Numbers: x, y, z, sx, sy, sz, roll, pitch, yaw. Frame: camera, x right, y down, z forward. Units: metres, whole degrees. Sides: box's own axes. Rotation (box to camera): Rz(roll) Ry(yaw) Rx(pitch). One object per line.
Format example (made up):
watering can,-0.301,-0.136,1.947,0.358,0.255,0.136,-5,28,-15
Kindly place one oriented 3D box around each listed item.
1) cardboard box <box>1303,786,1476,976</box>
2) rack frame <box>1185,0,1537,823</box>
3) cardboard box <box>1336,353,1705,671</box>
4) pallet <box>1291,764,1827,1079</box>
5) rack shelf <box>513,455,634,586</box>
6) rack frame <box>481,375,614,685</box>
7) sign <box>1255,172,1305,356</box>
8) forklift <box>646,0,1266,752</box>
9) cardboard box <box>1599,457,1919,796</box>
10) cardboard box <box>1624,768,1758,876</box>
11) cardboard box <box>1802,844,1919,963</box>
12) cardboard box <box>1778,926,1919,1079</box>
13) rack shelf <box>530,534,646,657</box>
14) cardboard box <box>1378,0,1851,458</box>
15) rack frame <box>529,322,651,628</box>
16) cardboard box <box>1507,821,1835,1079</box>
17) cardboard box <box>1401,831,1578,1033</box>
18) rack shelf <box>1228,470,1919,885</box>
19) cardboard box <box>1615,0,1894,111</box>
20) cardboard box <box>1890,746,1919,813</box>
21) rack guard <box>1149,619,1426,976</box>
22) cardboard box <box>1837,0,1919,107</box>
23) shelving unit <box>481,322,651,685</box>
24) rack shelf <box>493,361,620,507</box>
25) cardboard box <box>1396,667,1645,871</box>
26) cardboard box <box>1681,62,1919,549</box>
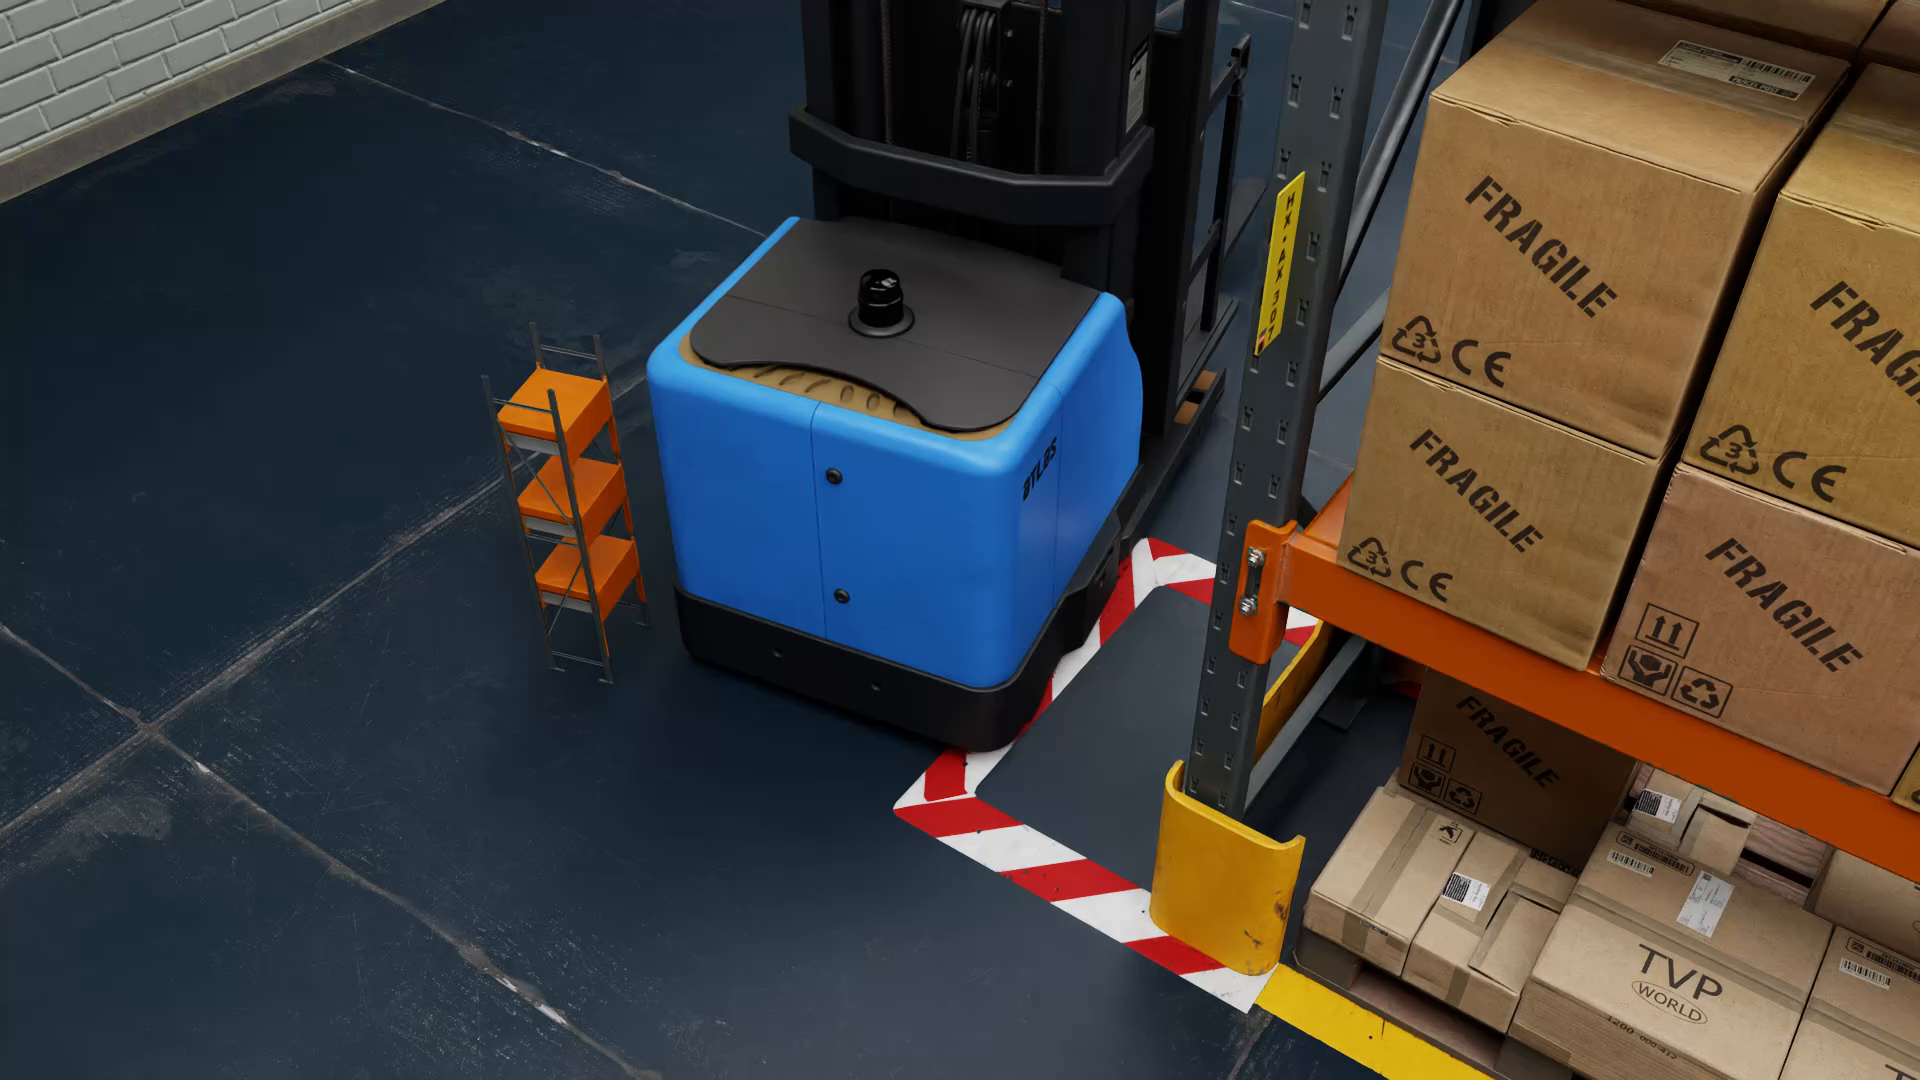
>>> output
cardboard box,1.012,0.797,3.918,0.250,0.149,0.380,25,48,25
rack frame,0.866,-0.449,3.503,0.127,3.000,1.000,25,48,25
cardboard box,1.078,-0.173,3.119,0.500,0.500,0.500,26,48,26
pallet,1.582,0.924,4.060,1.213,0.211,1.003,25,48,25
rack shelf,-1.056,-0.067,4.553,0.215,0.259,0.240,12,43,13
rack frame,-1.094,0.003,4.460,0.200,1.050,0.008,12,43,13
sign,0.555,-0.476,2.883,0.005,0.325,0.100,25,48,25
forklift,0.261,-1.505,4.733,1.130,2.935,3.031,17,44,18
cardboard box,1.504,0.022,2.901,0.500,0.500,0.500,25,47,25
cardboard box,1.733,0.720,3.990,0.250,0.166,0.380,25,48,25
cardboard box,2.214,0.865,3.766,0.500,0.250,0.500,25,48,25
cardboard box,1.967,1.157,3.439,0.500,0.250,0.500,25,48,25
rack shelf,-1.056,0.140,4.739,0.215,0.259,0.240,12,43,13
cardboard box,1.078,-0.545,2.785,0.500,0.500,0.500,27,48,27
rack frame,-1.019,-0.152,4.633,0.200,1.050,0.008,12,43,13
cardboard box,1.558,0.966,3.653,0.500,0.250,0.500,25,48,25
cardboard box,1.217,0.886,3.805,0.250,0.166,0.380,25,48,25
rack shelf,2.504,0.584,2.887,4.000,0.370,1.077,25,48,25
cardboard box,1.389,-0.839,3.113,0.500,0.500,0.500,25,47,25
cardboard box,1.913,0.216,2.685,0.500,0.500,0.500,25,47,25
rack guard,0.929,0.511,4.304,0.348,0.500,1.175,25,48,25
cardboard box,1.803,-0.646,2.898,0.500,0.500,0.500,26,48,26
shelving unit,-1.056,-0.075,4.546,0.215,1.050,0.252,12,43,13
rack shelf,-1.056,-0.278,4.364,0.215,0.259,0.240,12,43,13
cardboard box,1.453,0.392,4.107,0.500,0.500,0.500,25,48,25
cardboard box,1.511,-0.349,2.566,0.500,0.500,0.500,26,48,26
